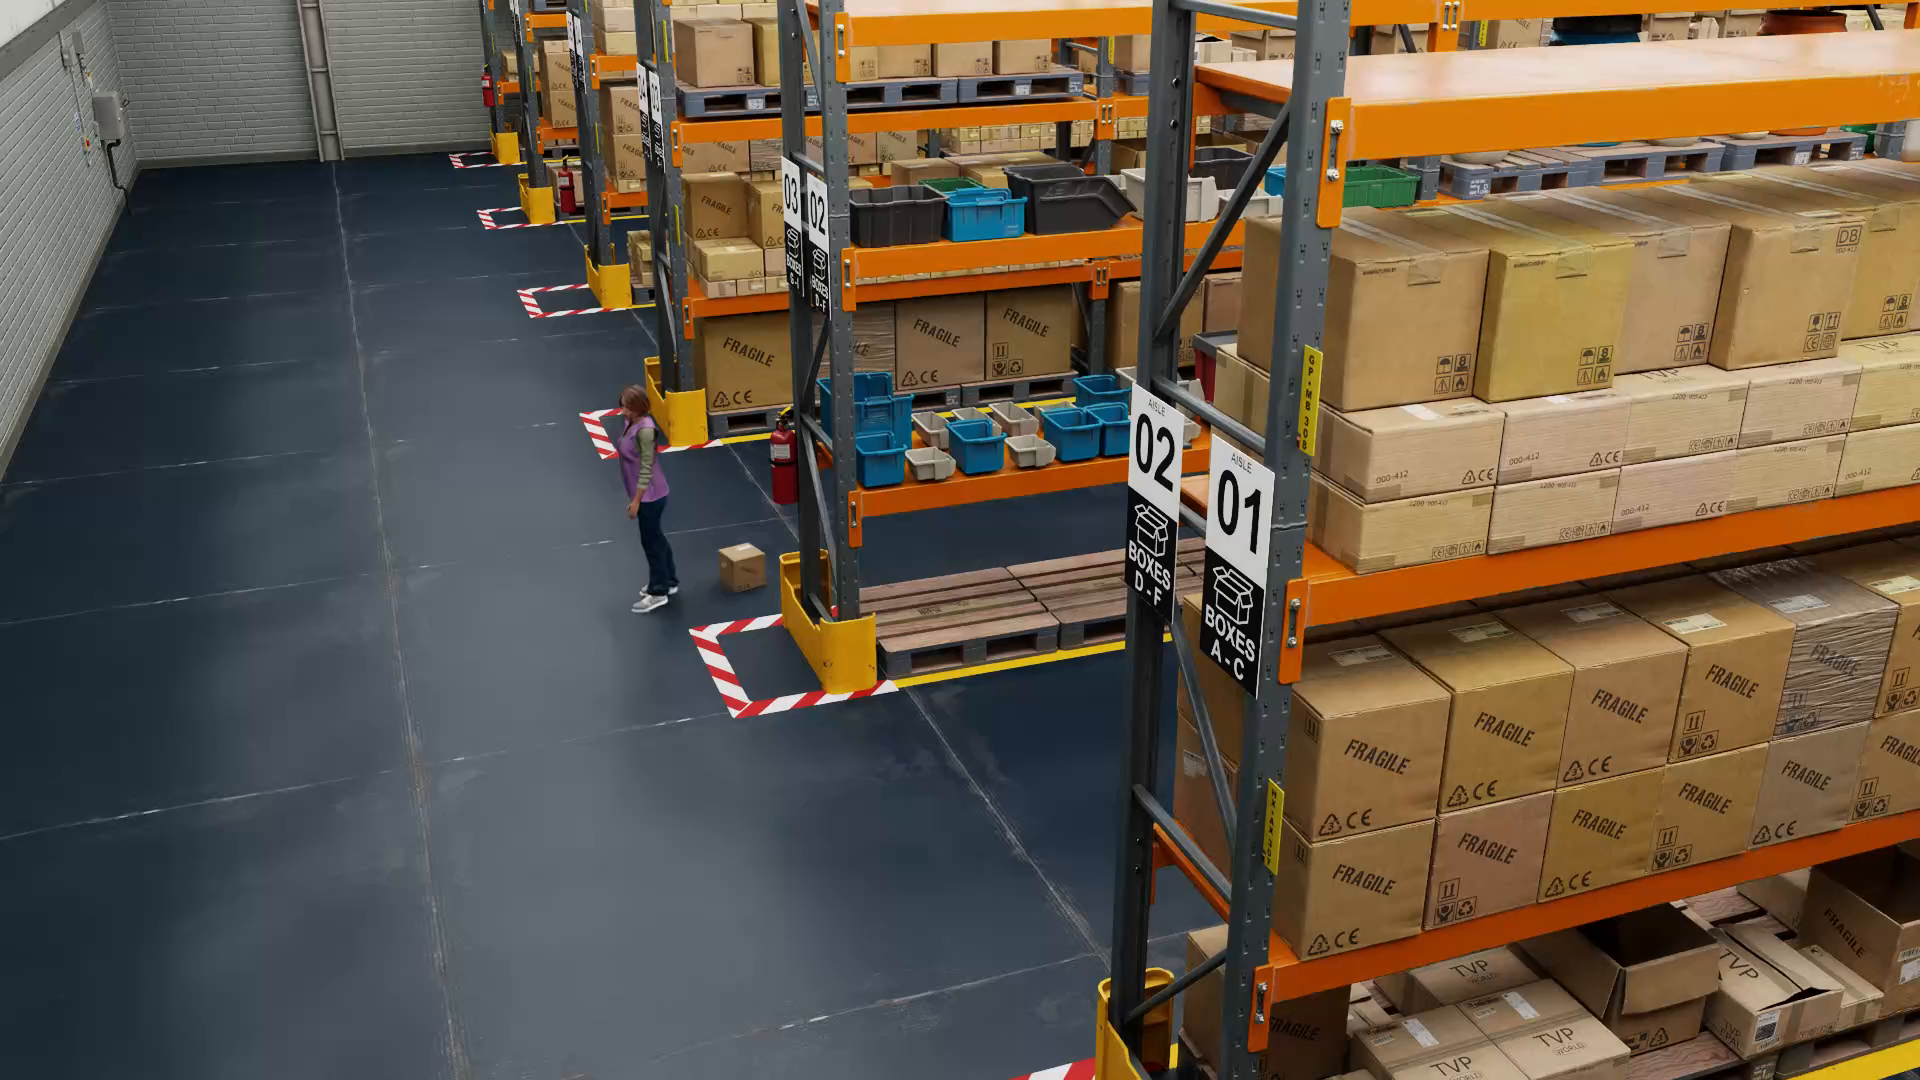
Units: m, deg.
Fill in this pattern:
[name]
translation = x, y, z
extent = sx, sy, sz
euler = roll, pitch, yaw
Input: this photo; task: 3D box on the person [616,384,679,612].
[person]
translation = -2.174, -0.303, 11.503
extent = 0.355, 1.613, 0.429
euler = -8, 24, -17
